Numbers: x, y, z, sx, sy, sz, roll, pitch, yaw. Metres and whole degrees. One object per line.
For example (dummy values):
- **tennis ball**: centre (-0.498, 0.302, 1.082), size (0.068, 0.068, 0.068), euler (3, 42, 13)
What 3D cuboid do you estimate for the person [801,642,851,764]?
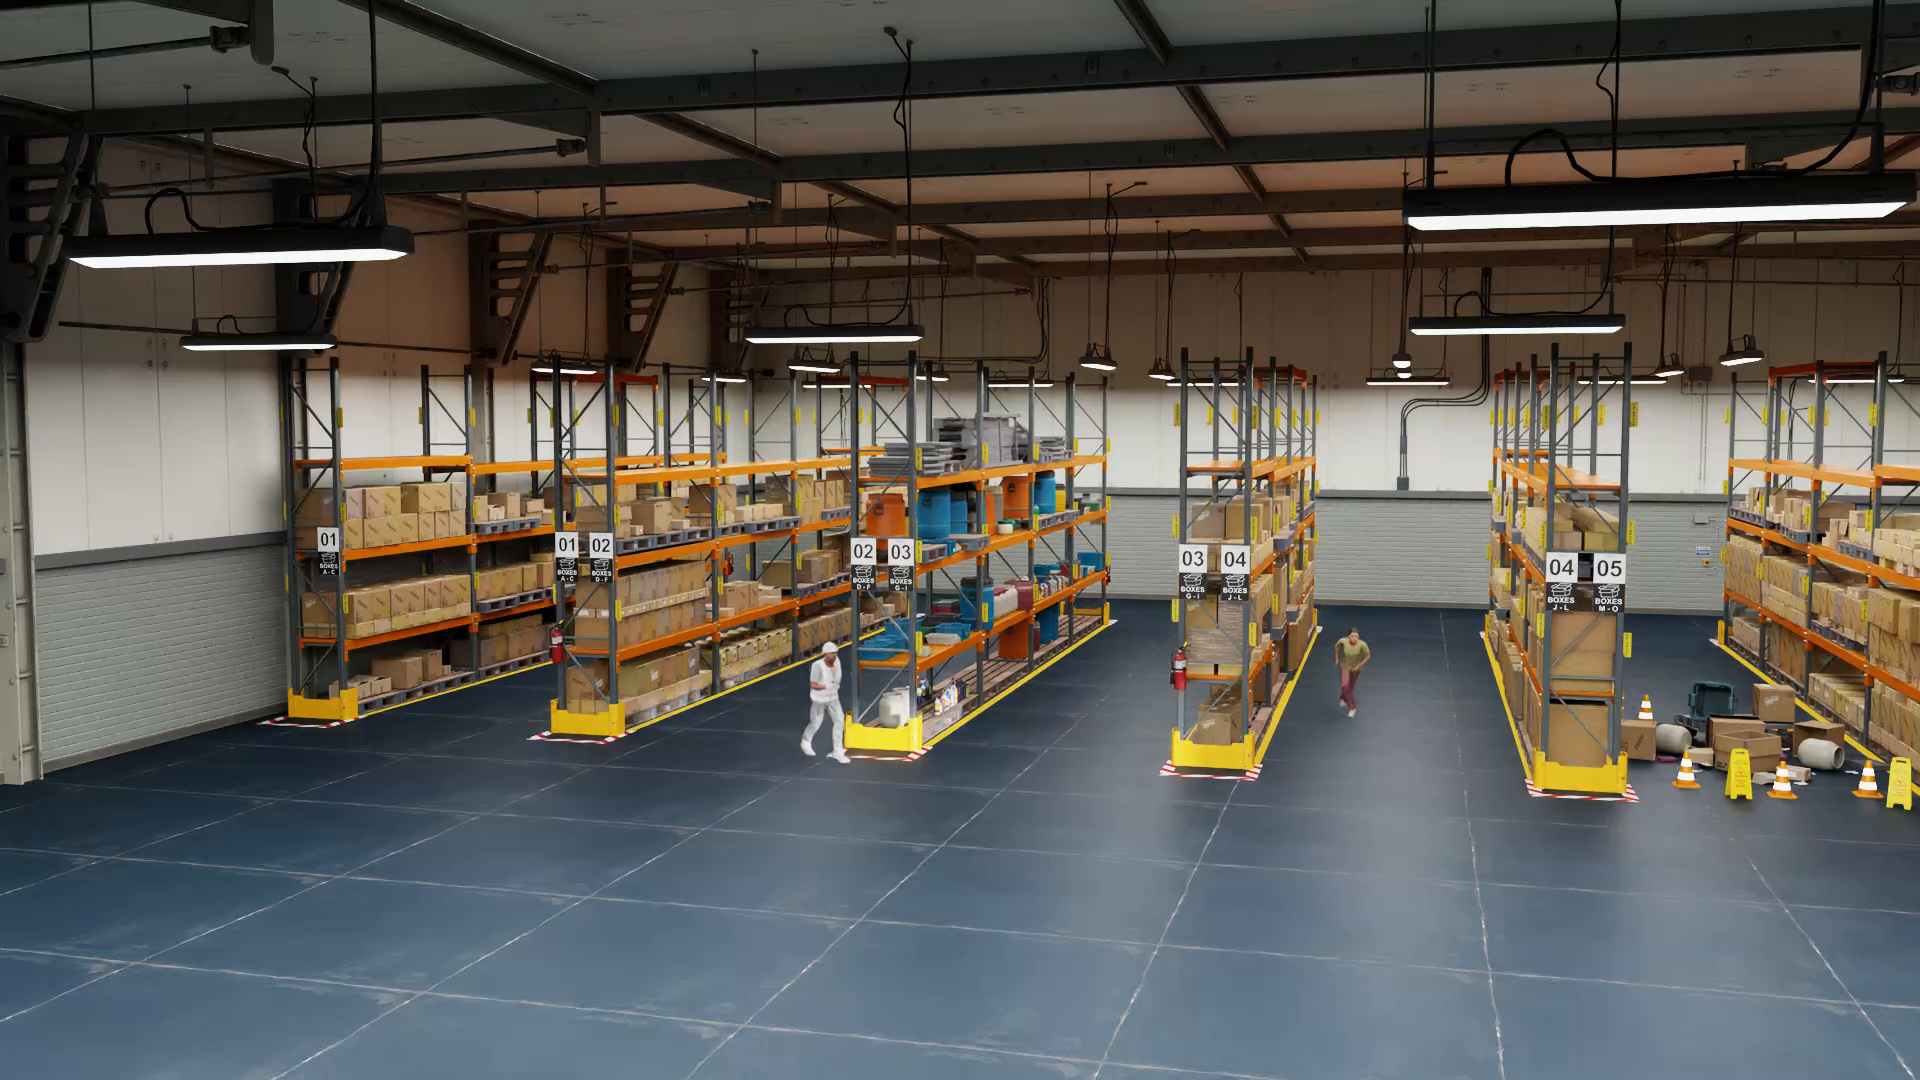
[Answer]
- **person**: centre (-1.989, 2.352, 24.205), size (0.602, 1.785, 0.991), euler (-3, 5, -39)

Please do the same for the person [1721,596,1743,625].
- **person**: centre (17.585, 1.474, 37.723), size (0.560, 1.555, 0.522), euler (2, 4, 20)

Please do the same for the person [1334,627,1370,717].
- **person**: centre (6.633, 2.181, 28.186), size (0.576, 1.512, 1.043), euler (1, 4, 9)
